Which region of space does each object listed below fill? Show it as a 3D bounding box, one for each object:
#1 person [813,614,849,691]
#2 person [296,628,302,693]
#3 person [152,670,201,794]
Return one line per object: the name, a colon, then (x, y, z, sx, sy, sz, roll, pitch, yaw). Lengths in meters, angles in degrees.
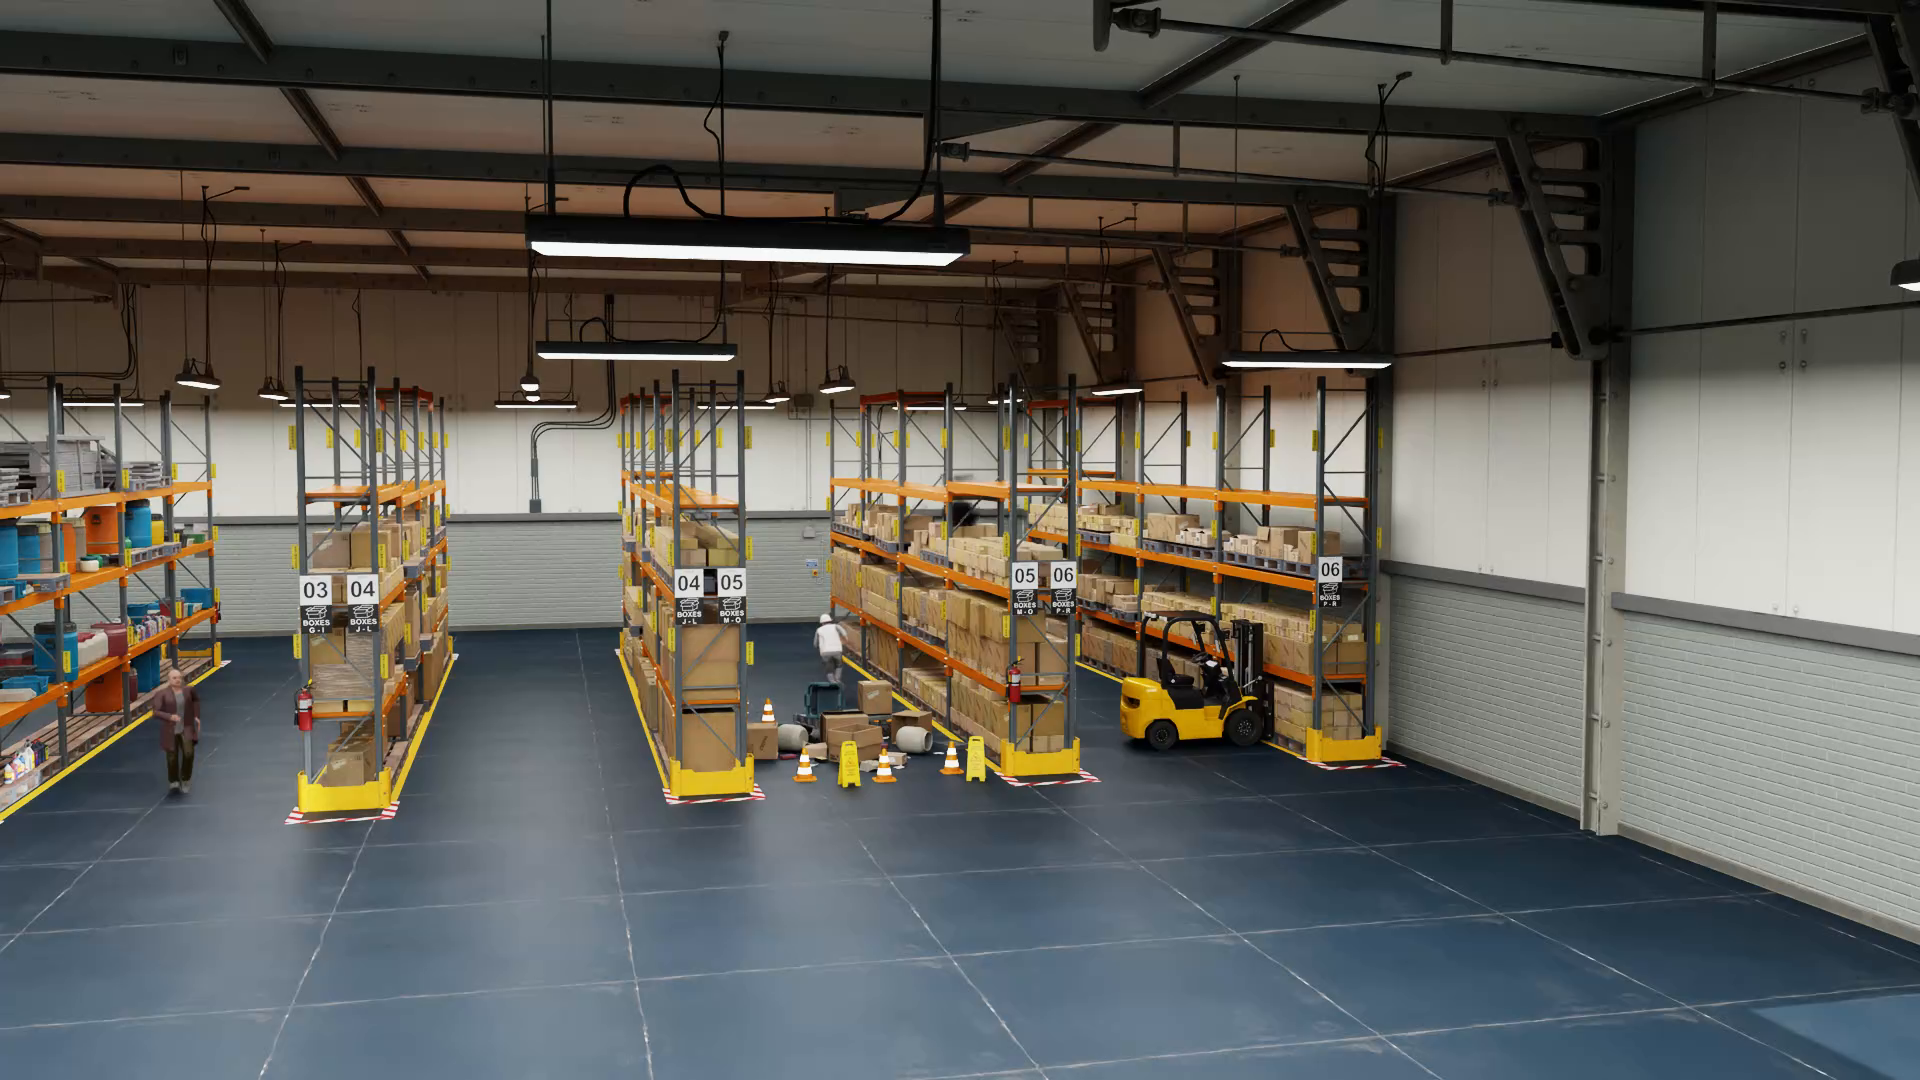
person: (-2.560, 2.261, 32.928, 0.675, 1.530, 0.997, 0, 3, -6)
person: (-12.650, 2.279, 32.243, 0.521, 1.648, 0.719, -1, 4, -17)
person: (-11.068, 2.763, 23.531, 0.650, 1.688, 0.849, -2, 4, -32)
